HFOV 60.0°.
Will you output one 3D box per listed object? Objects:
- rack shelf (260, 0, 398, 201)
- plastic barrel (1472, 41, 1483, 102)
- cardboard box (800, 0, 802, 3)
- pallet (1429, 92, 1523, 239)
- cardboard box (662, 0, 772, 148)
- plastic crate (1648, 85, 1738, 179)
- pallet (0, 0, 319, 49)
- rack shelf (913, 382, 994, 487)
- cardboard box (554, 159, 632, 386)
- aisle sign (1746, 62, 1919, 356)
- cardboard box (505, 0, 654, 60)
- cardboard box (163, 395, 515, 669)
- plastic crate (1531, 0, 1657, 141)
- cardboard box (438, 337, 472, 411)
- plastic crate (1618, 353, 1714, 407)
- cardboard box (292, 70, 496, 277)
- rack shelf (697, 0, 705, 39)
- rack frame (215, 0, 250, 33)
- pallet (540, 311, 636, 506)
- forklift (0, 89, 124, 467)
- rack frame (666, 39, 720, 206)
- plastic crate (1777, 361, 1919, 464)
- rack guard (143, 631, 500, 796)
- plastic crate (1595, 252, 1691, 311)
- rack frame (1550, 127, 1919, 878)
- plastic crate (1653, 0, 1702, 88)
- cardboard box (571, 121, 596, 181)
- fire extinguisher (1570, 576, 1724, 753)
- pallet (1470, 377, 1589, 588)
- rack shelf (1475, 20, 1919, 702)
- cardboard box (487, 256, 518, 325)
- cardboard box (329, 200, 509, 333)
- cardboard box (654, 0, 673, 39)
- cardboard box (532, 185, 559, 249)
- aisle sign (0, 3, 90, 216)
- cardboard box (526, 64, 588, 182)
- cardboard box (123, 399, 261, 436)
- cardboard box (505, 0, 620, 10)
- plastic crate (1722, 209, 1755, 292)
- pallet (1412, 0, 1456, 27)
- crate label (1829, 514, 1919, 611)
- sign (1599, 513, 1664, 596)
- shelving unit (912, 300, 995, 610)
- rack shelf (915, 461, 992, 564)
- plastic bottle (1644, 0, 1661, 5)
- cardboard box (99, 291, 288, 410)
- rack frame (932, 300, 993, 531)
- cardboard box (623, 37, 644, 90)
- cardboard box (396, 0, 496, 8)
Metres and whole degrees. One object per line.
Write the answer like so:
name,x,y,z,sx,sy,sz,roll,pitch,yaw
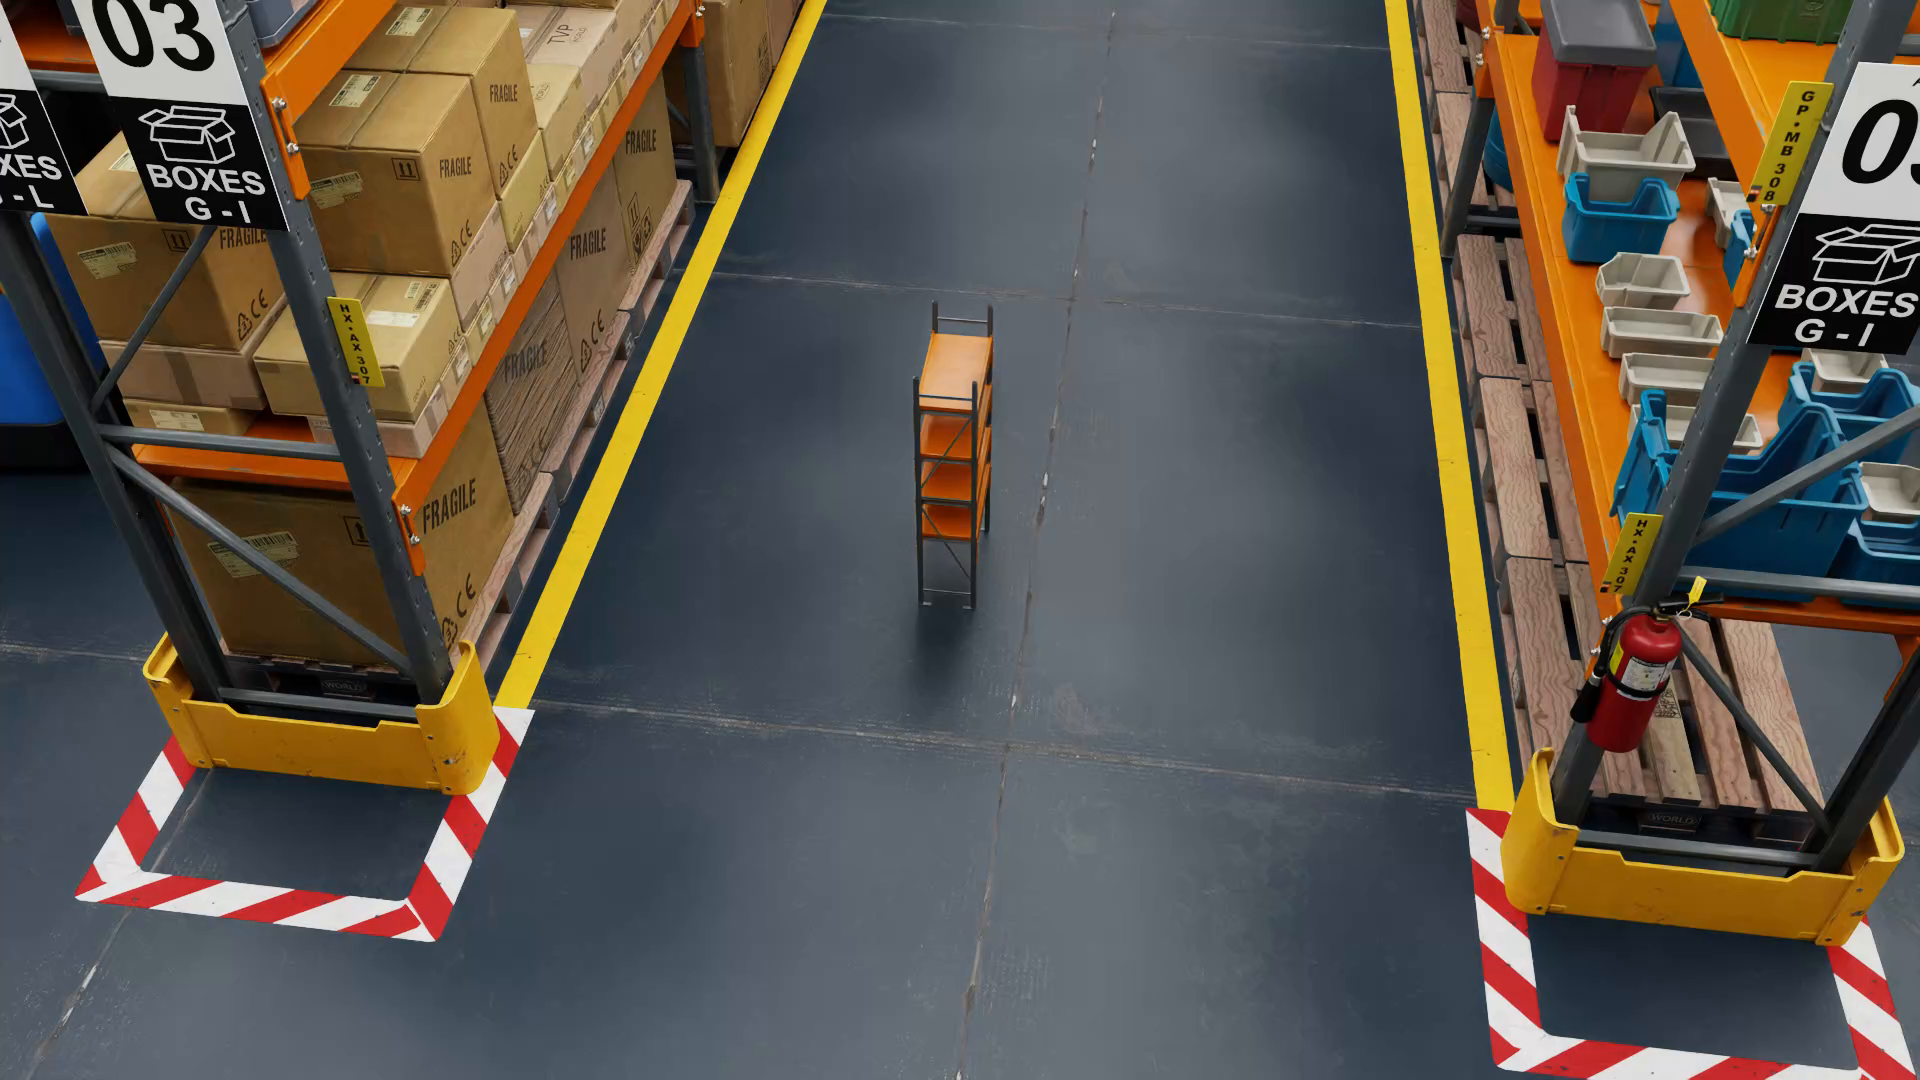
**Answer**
rack shelf,-2.112,-2.499,6.071,1.077,0.370,4.000,5,44,6
plastic barrel,3.245,-2.826,9.296,0.600,0.901,0.708,5,44,6
cardboard box,-1.556,-4.065,10.624,1.225,0.875,0.875,5,44,6
pallet,3.206,-2.093,9.329,1.003,0.211,1.213,5,44,6
cardboard box,-1.782,-2.853,9.343,1.225,0.875,0.875,5,44,6
plastic crate,3.181,-1.718,7.062,0.437,0.125,0.590,5,44,6
pallet,-2.288,-1.871,4.949,1.003,0.211,1.213,5,44,6
rack shelf,-0.022,-0.436,6.633,0.258,0.148,0.480,5,44,6
cardboard box,-2.133,-1.359,7.765,0.875,0.875,0.875,5,44,6
aisle sign,2.234,-0.779,4.022,0.394,0.787,0.004,5,44,6
cardboard box,-1.711,-2.410,7.528,0.500,0.250,0.500,6,44,7
cardboard box,-2.371,-0.132,6.470,0.875,0.875,0.875,5,44,6
plastic crate,2.696,-2.043,7.158,0.402,0.464,0.583,5,44,6
cardboard box,-1.969,-0.603,5.910,0.380,0.149,0.250,5,44,5
plastic crate,2.515,-0.552,5.821,0.396,0.136,0.243,5,44,6
cardboard box,-1.979,-1.277,5.786,0.500,0.500,0.500,4,44,4
rack shelf,-1.583,-4.135,9.981,1.077,0.370,4.000,5,44,6
rack frame,-2.376,-2.486,3.353,1.000,3.000,0.127,5,44,6
pallet,-2.184,-0.676,7.833,1.003,0.211,1.213,5,44,6
forklift,-4.455,-2.388,7.662,1.130,2.935,3.031,0,43,0
rack frame,-1.847,-3.034,8.294,1.000,3.000,0.127,5,44,6
plastic crate,2.980,-0.405,5.597,0.416,0.233,0.300,5,44,6
rack guard,-2.379,0.616,6.258,1.175,0.500,0.348,5,44,6
plastic crate,2.548,-0.947,6.239,0.298,0.136,0.250,5,44,6
rack frame,2.534,0.143,4.940,1.000,3.000,0.127,5,44,6
plastic crate,3.339,-2.250,7.435,0.392,0.384,0.575,5,44,6
cardboard box,-1.767,-1.656,7.022,0.380,0.149,0.250,6,44,6
fire extinguisher,2.063,0.368,5.030,0.296,0.674,0.183,5,44,6
pallet,2.845,-0.232,7.364,1.003,0.211,1.213,5,44,6
rack shelf,2.798,-0.959,6.627,1.077,0.370,4.000,5,44,6
cardboard box,-1.903,-0.956,6.283,0.380,0.149,0.250,5,44,5
cardboard box,-1.983,-1.019,6.059,0.500,0.250,0.500,5,44,5
cardboard box,-1.597,-2.529,7.944,0.380,0.149,0.250,6,44,6
cardboard box,-1.834,-1.305,6.651,0.380,0.149,0.250,5,44,5
aisle sign,-2.683,-1.230,4.499,0.394,0.787,0.004,5,44,6
cardboard box,-1.849,-1.717,6.796,0.500,0.250,0.500,4,44,5
cardboard box,-2.655,-0.489,5.790,0.380,0.149,0.250,6,44,6
cardboard box,-1.713,-2.681,7.269,0.500,0.500,0.500,6,44,6
plastic crate,3.106,-1.059,6.287,0.416,0.233,0.300,5,44,6
pallet,3.528,-3.756,11.085,1.003,0.211,1.213,5,44,6
crate label,2.893,0.043,5.123,0.416,0.233,0.303,5,44,6
sign,1.986,0.044,4.925,0.100,0.325,0.005,5,44,6
shelving unit,-0.022,-0.323,6.741,0.258,1.200,0.503,5,44,6
rack shelf,-0.022,-0.130,6.923,0.258,0.148,0.480,5,44,6
plastic bottle,3.436,-2.804,8.087,0.144,0.351,0.185,5,44,6
cardboard box,-2.575,-0.716,5.739,0.500,0.250,0.500,5,44,5
rack frame,0.010,-0.489,6.916,0.240,1.200,0.015,5,44,6
cardboard box,-1.665,-2.179,7.575,0.380,0.149,0.250,6,44,6
cardboard box,-2.301,-2.366,6.937,0.500,0.500,0.500,4,44,4
